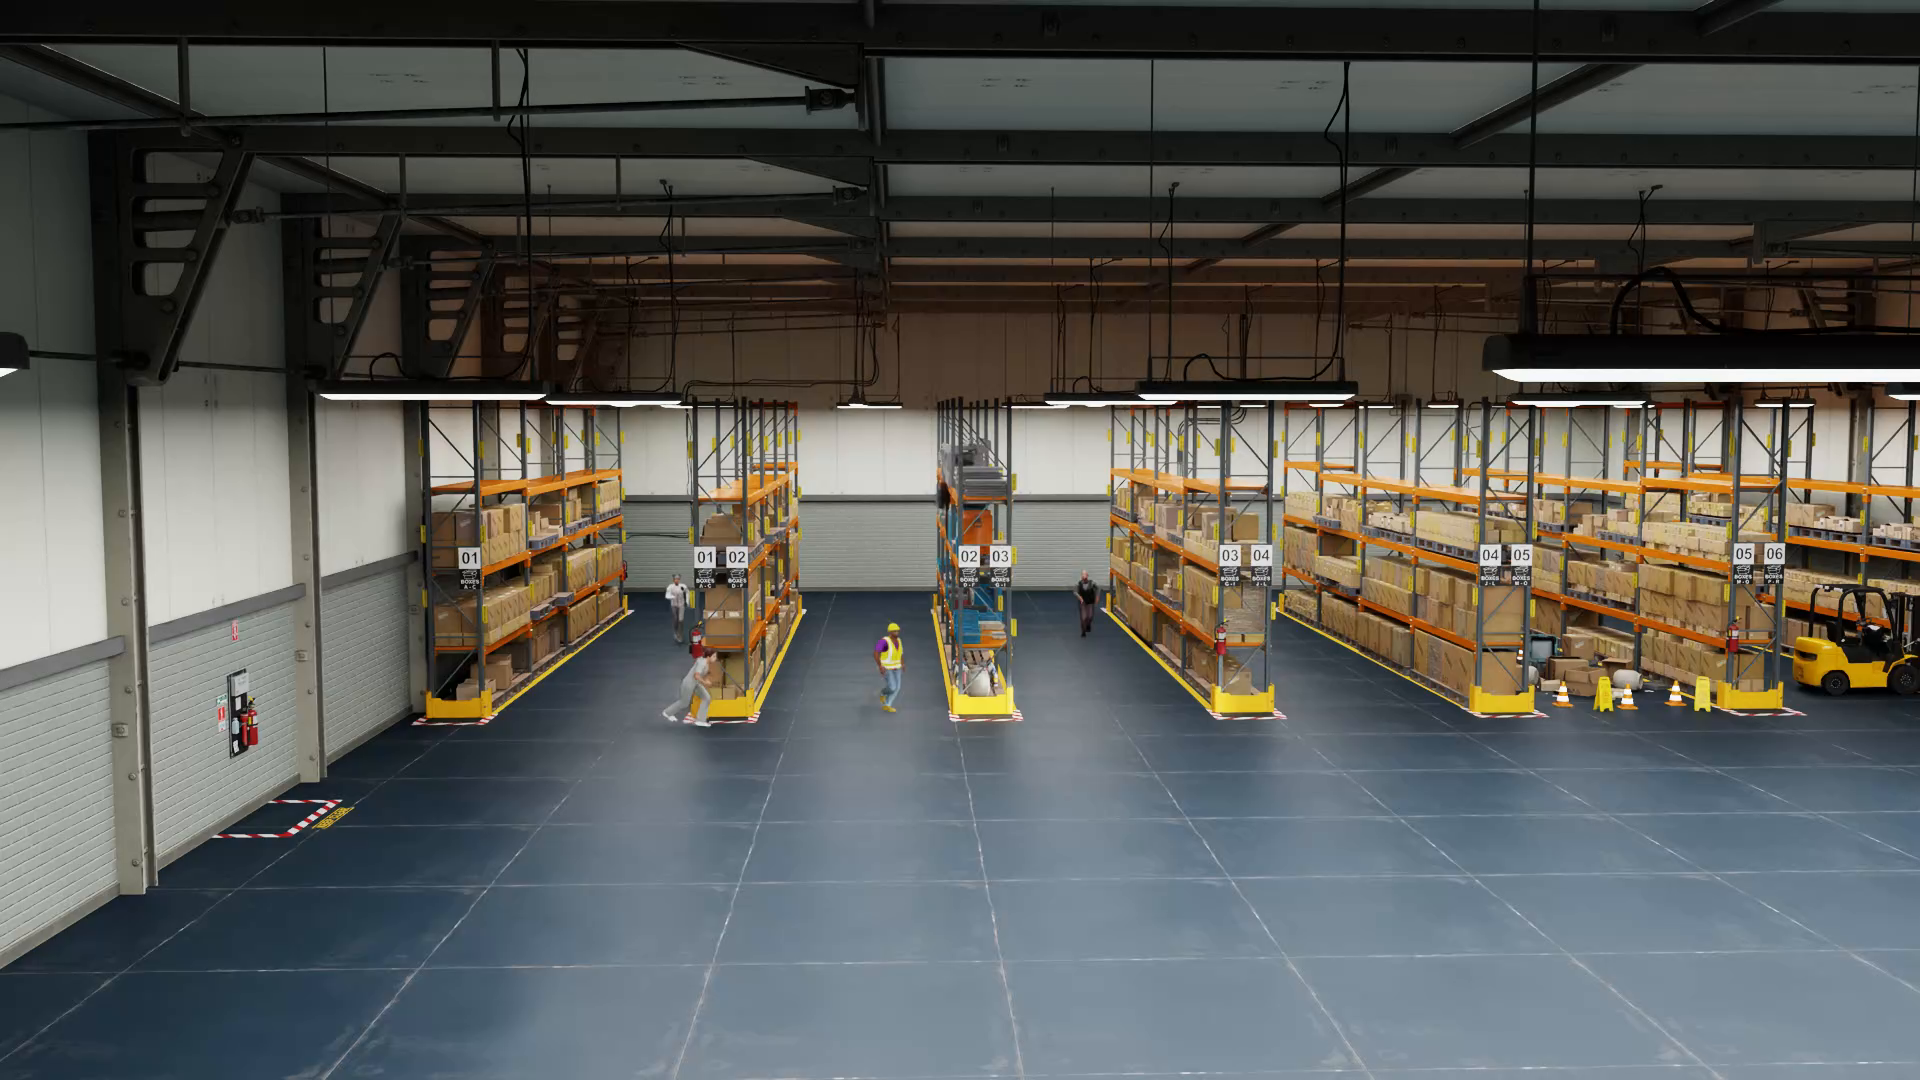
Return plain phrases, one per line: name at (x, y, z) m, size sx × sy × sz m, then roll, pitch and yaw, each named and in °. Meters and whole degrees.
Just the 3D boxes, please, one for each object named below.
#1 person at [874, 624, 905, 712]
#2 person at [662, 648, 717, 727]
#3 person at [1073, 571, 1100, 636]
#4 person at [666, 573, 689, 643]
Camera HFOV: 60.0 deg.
person at (-1.350, 2.428, 31.726) m, size 0.708 × 1.694 × 0.567 m, roll -4°, pitch 6°, yaw -39°
person at (-4.936, 2.675, 30.233) m, size 1.093 × 1.473 × 0.548 m, roll 1°, pitch 4°, yaw 11°
person at (3.217, 1.623, 42.219) m, size 0.683 × 1.674 × 0.685 m, roll 0°, pitch 4°, yaw 6°
person at (-7.029, 1.685, 41.363) m, size 0.557 × 1.745 × 0.832 m, roll 0°, pitch 4°, yaw -5°
